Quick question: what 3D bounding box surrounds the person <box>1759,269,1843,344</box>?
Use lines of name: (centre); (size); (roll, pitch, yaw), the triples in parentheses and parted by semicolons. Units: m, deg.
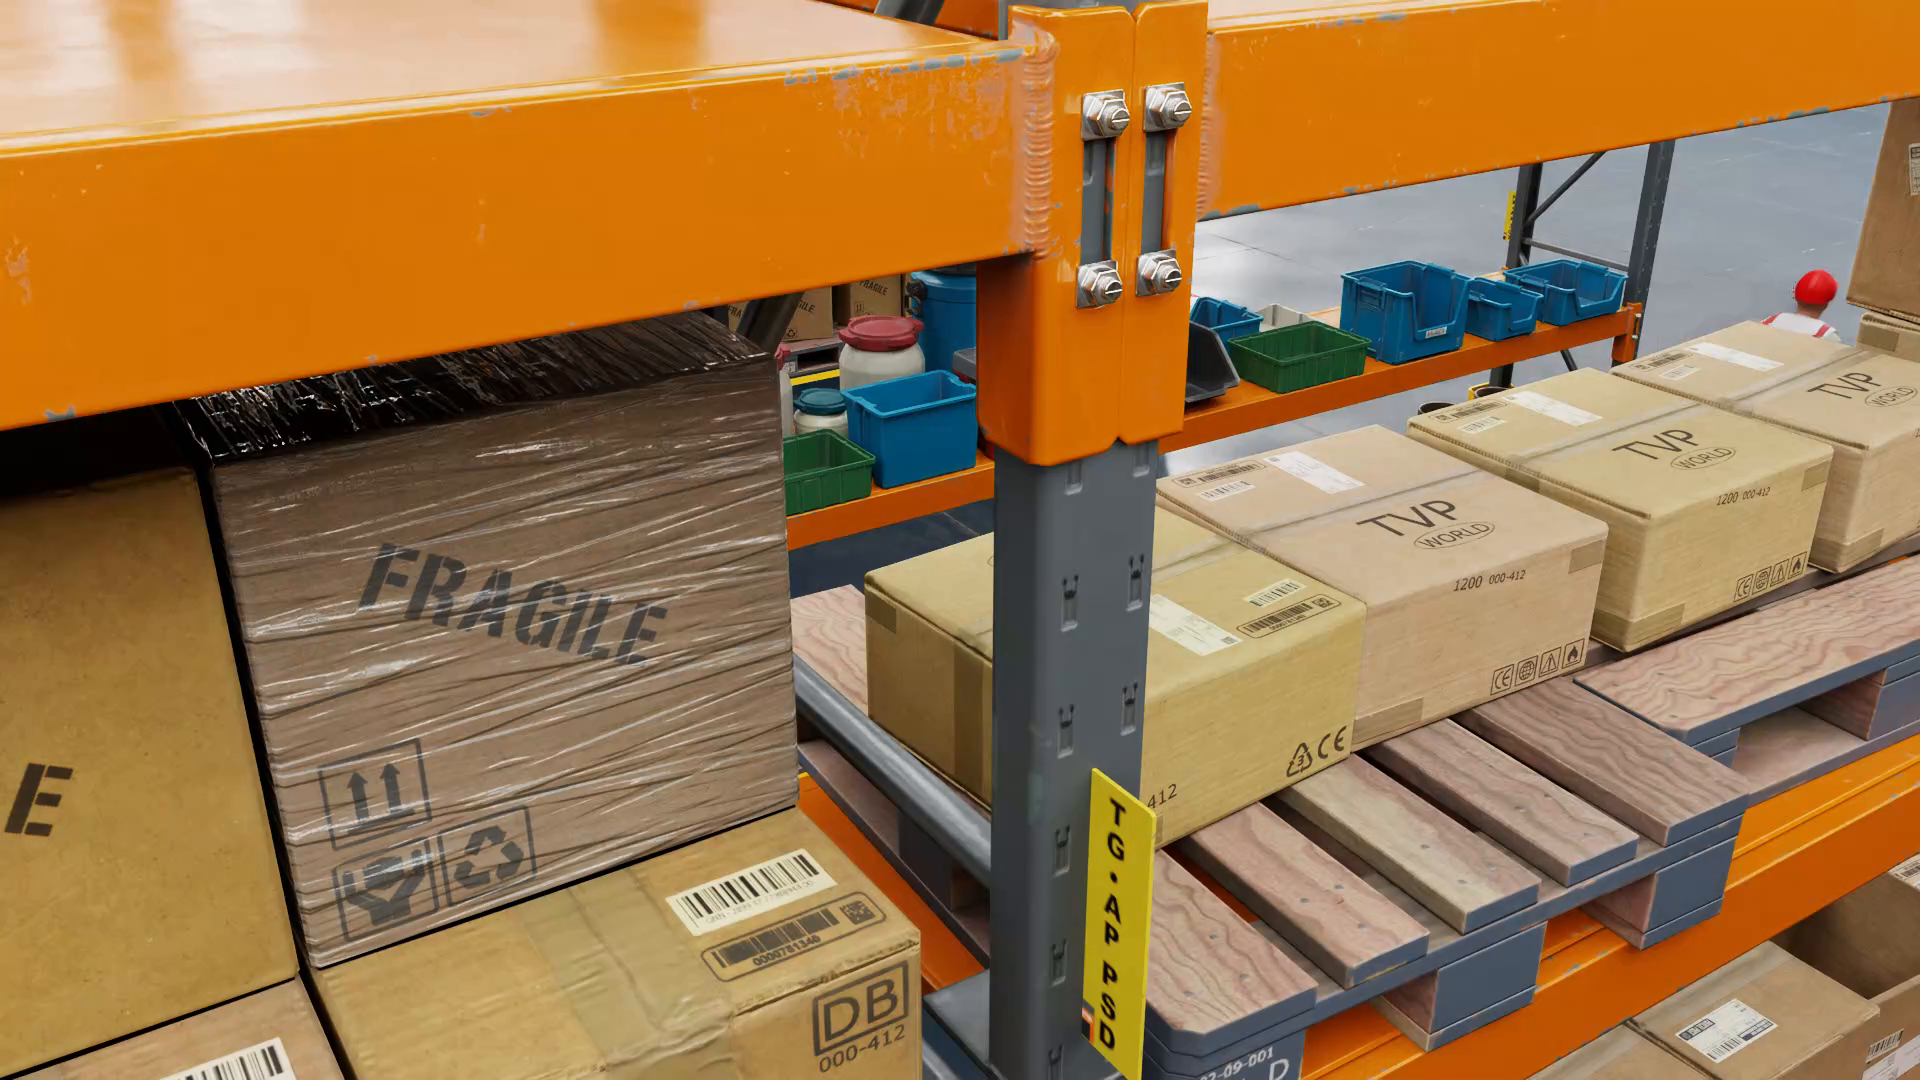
person: (4.833, -0.754, 9.654); (0.995, 1.737, 0.577); (-21, 32, -38)
